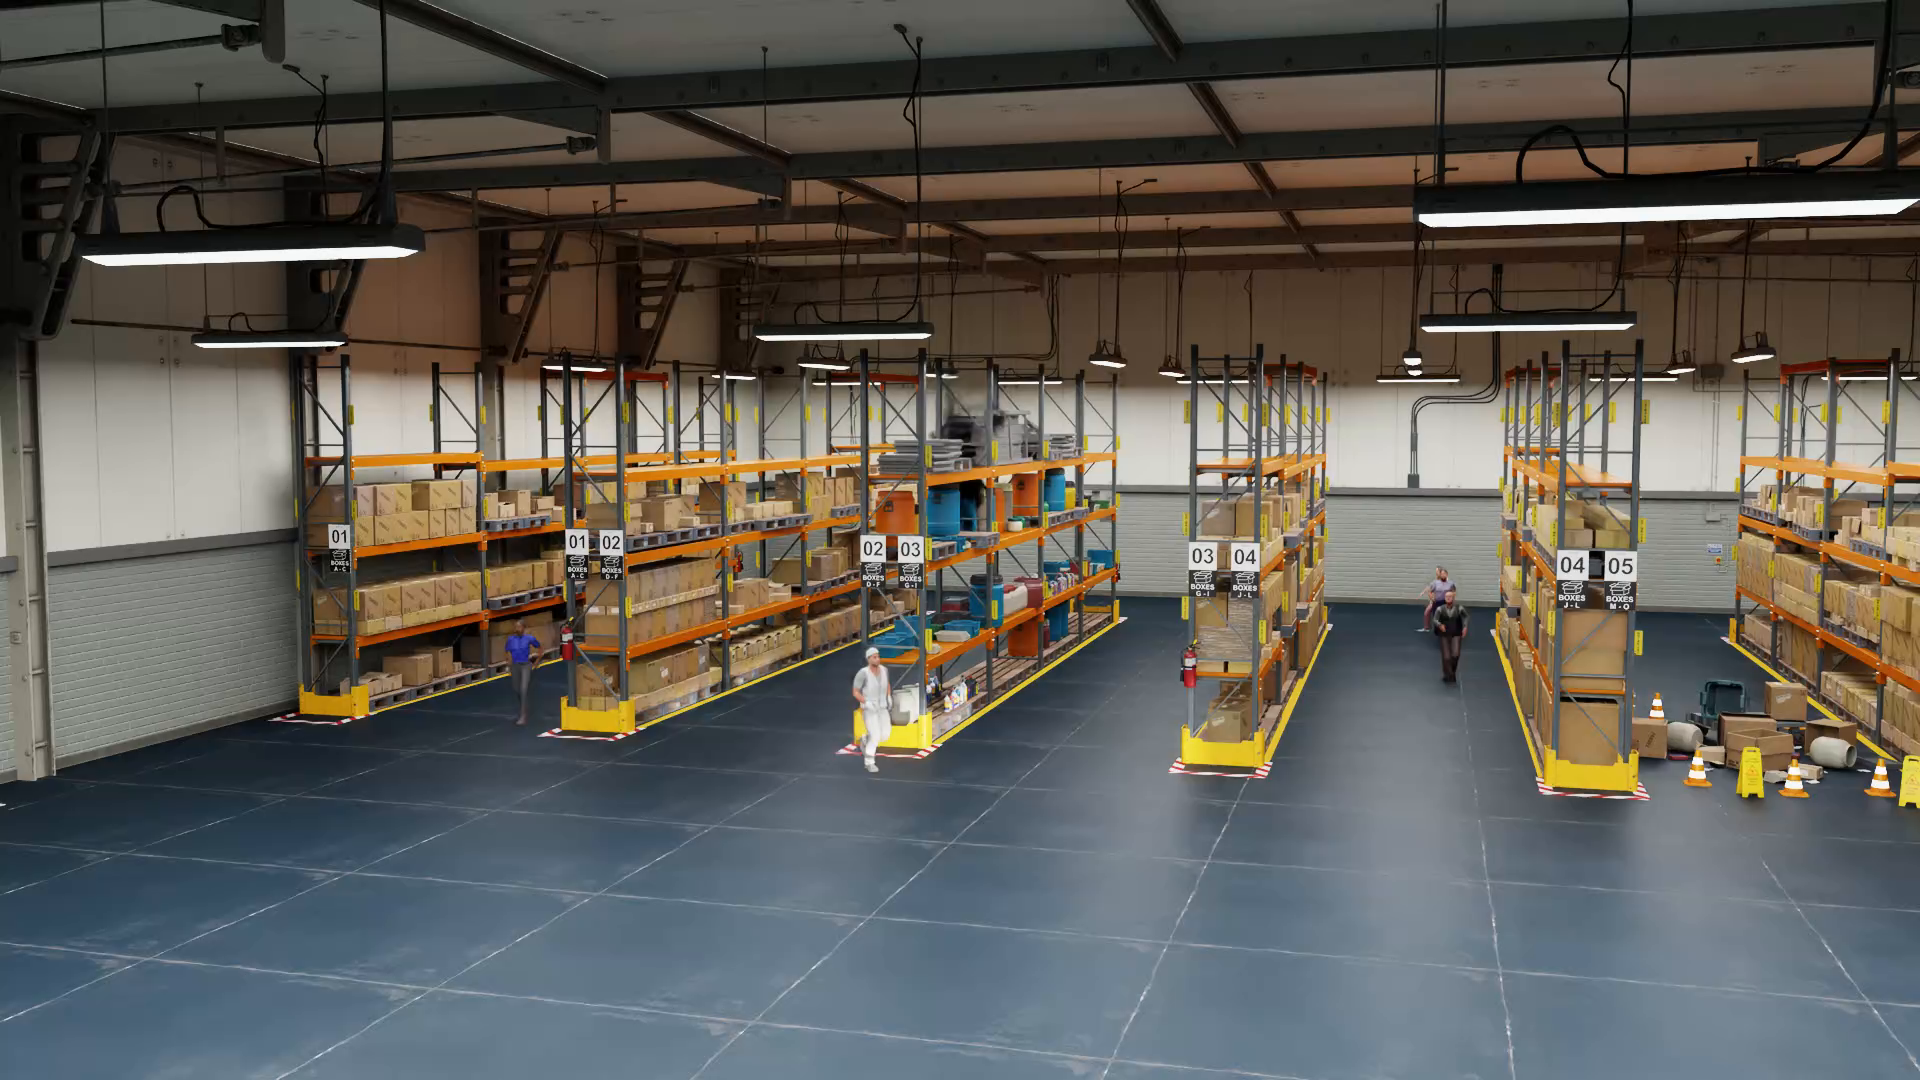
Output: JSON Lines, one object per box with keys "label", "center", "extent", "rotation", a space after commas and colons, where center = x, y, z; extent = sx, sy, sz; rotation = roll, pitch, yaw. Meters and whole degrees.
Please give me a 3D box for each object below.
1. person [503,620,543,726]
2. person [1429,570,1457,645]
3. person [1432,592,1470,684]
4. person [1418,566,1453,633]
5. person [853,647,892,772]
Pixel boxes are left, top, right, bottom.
{"label": "person", "center": [-7.162, 2.144, 27.228], "extent": [0.623, 1.692, 0.871], "rotation": [0, 4, 6]}
{"label": "person", "center": [10.630, 1.463, 36.624], "extent": [0.609, 1.637, 0.802], "rotation": [1, 4, 15]}
{"label": "person", "center": [9.168, 1.829, 31.092], "extent": [0.664, 1.715, 0.670], "rotation": [2, 5, 20]}
{"label": "person", "center": [10.962, 1.367, 38.190], "extent": [0.458, 1.567, 0.776], "rotation": [-4, 6, -42]}
{"label": "person", "center": [-1.231, 2.379, 23.493], "extent": [0.685, 1.751, 0.666], "rotation": [-3, 6, -39]}
